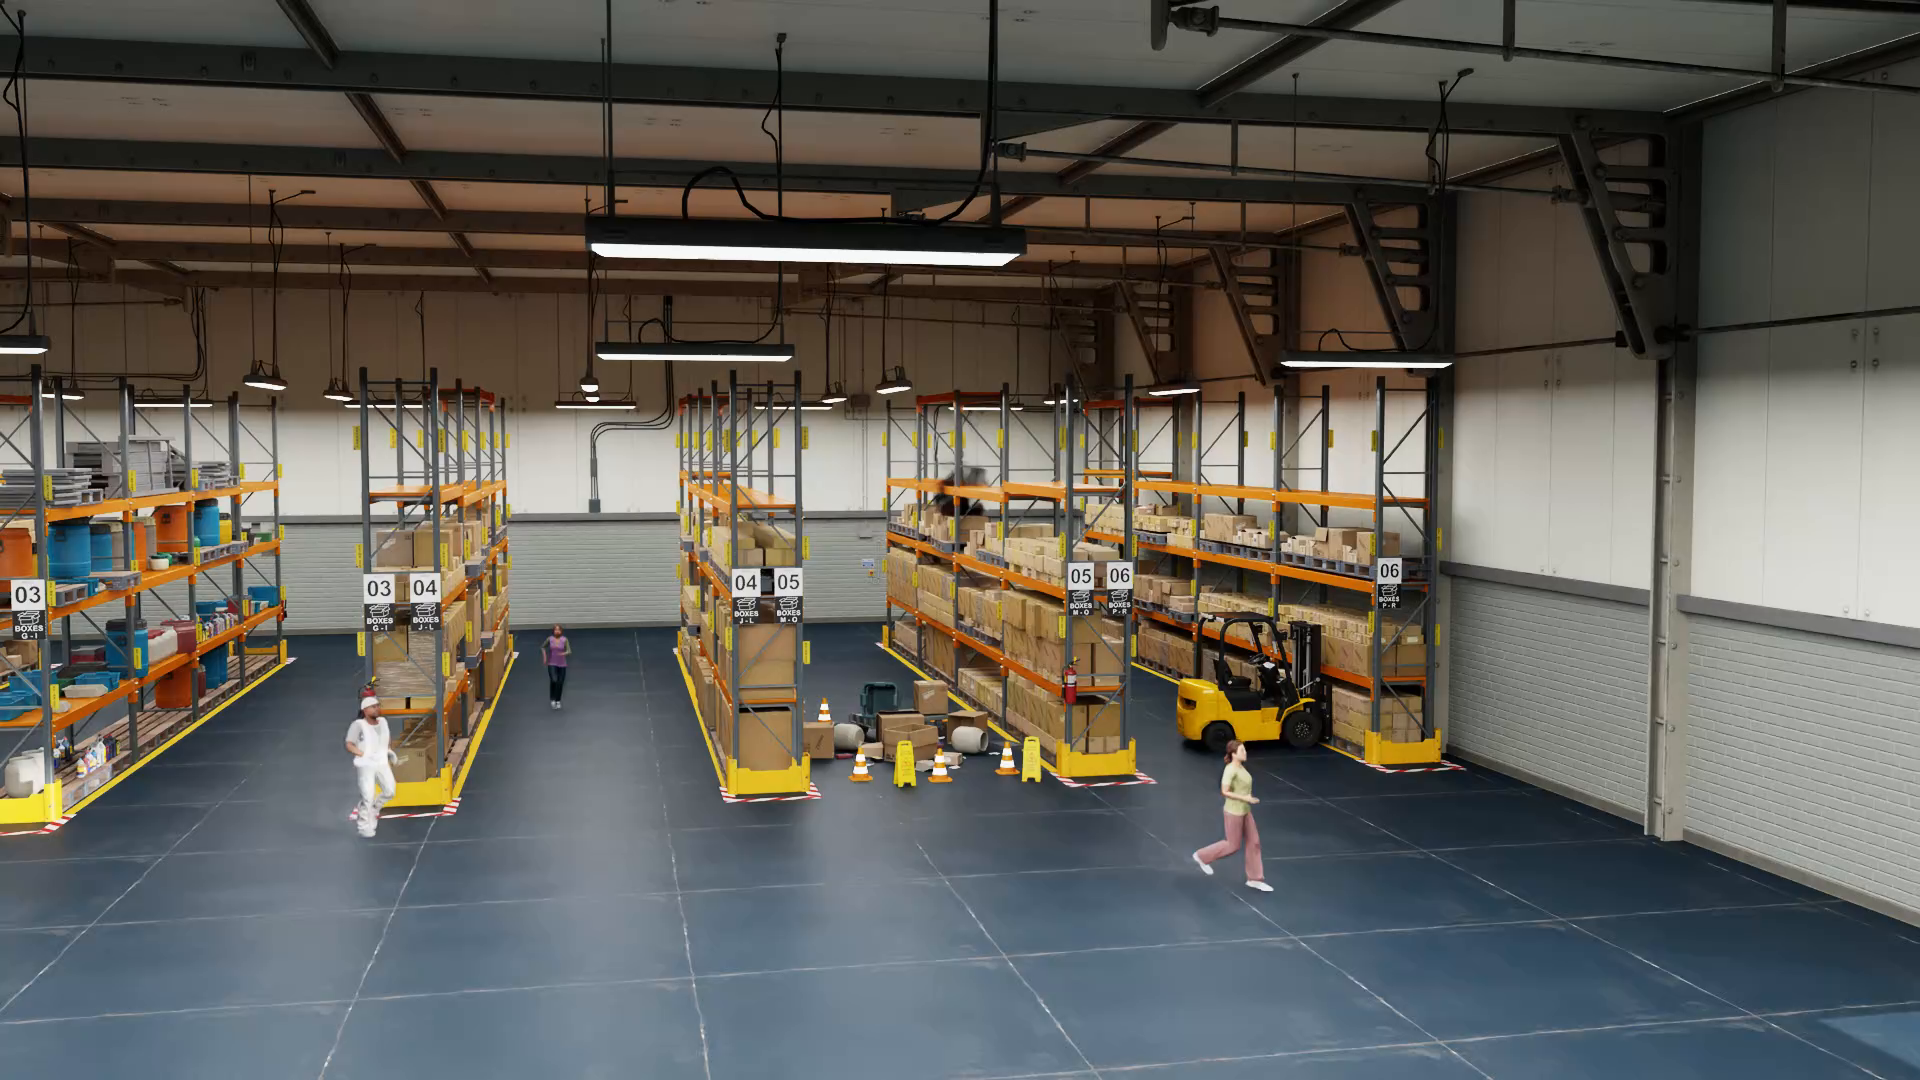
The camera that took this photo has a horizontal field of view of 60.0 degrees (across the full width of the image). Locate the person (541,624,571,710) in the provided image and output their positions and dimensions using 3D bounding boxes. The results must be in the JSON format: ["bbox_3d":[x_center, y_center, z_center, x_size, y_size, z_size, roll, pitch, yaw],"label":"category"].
[{"bbox_3d":[-7.505,2.364,30.953,0.520,1.574,0.625,-1,4,-20],"label":"person"}]

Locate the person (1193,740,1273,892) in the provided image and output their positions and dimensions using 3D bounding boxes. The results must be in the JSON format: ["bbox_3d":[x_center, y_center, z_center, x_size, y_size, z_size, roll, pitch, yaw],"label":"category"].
[{"bbox_3d":[3.069,3.066,18.616,0.922,1.672,0.579,2,4,29],"label":"person"}]

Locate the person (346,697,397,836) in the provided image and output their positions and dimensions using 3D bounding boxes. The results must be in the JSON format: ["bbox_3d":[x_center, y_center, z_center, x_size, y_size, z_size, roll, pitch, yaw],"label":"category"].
[{"bbox_3d":[-7.445,2.872,21.148,0.588,1.753,0.730,3,4,38],"label":"person"}]
